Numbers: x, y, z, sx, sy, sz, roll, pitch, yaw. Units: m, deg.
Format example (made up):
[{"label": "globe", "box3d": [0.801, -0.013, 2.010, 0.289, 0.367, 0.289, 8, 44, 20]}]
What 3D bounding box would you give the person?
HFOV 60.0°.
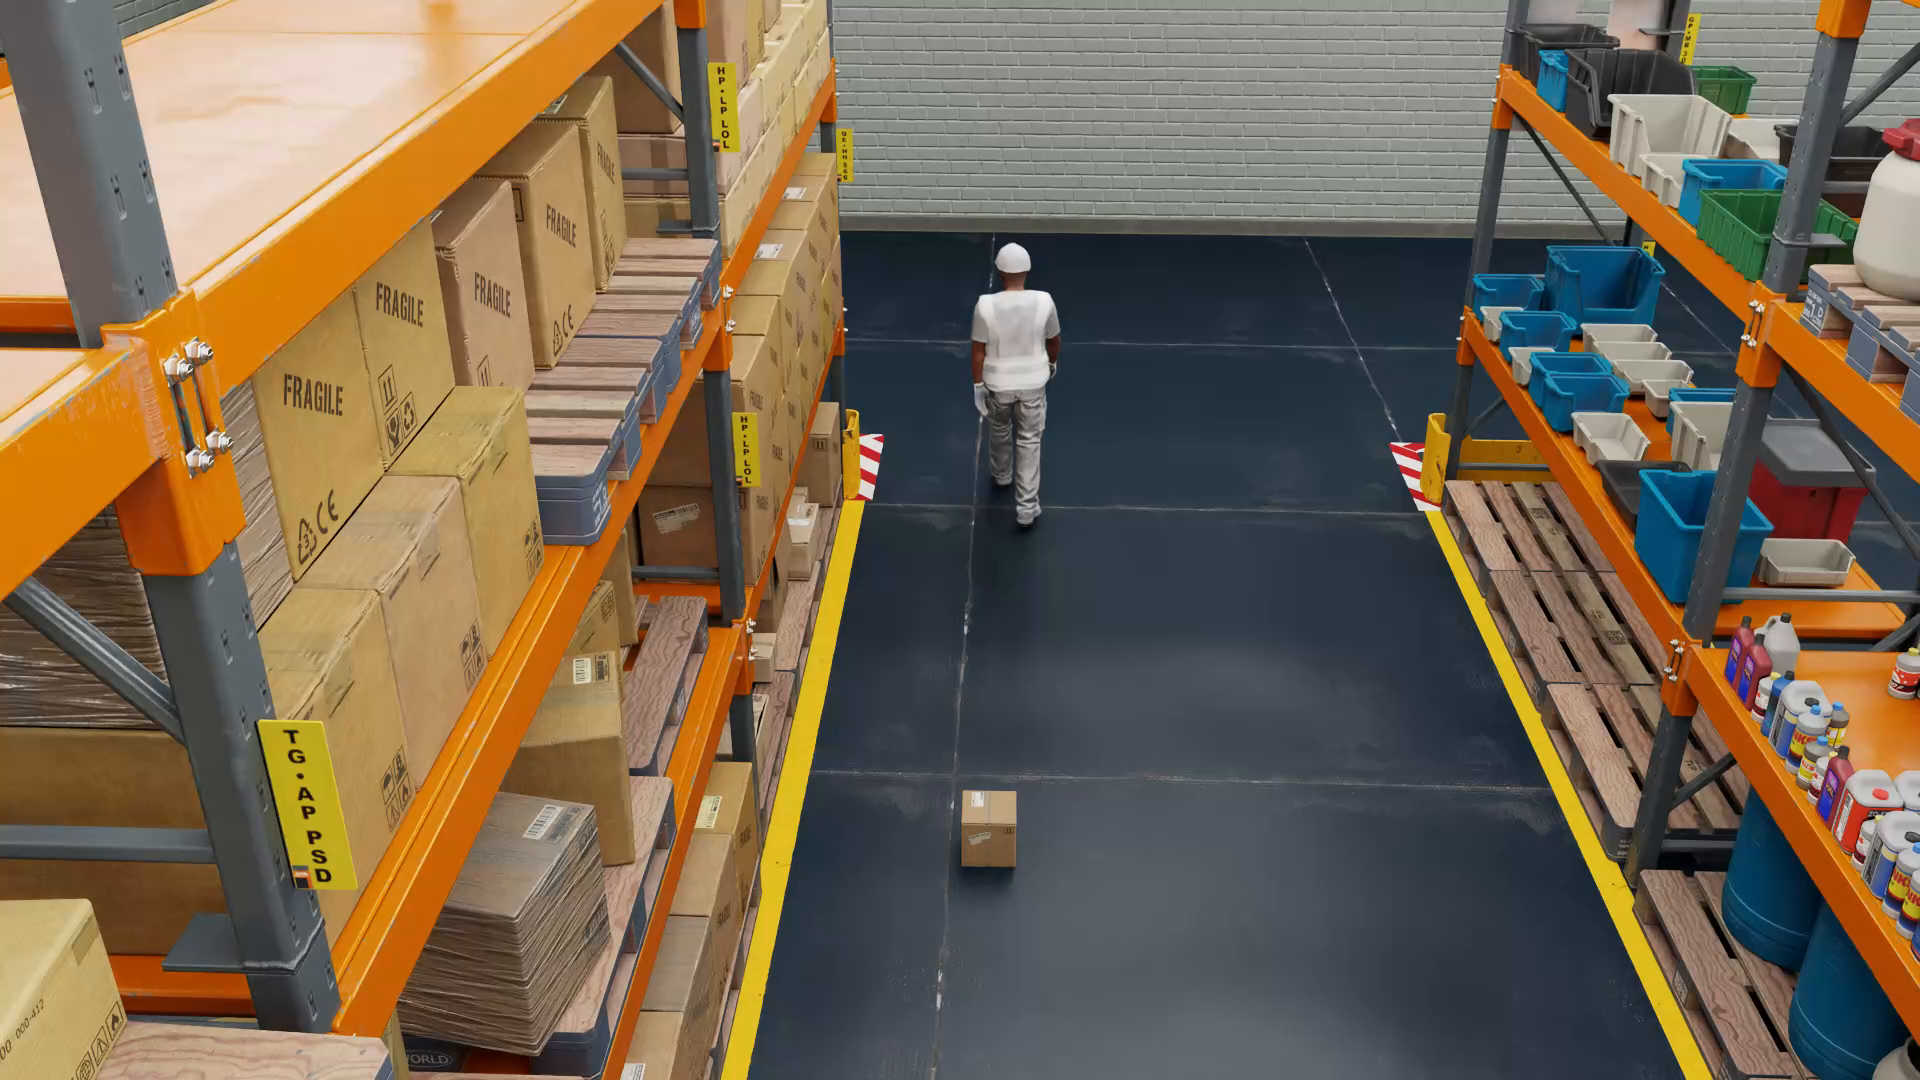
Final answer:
[{"label": "person", "box3d": [0.350, -1.049, 10.579, 0.564, 1.744, 0.980, 1, 28, 1]}]
